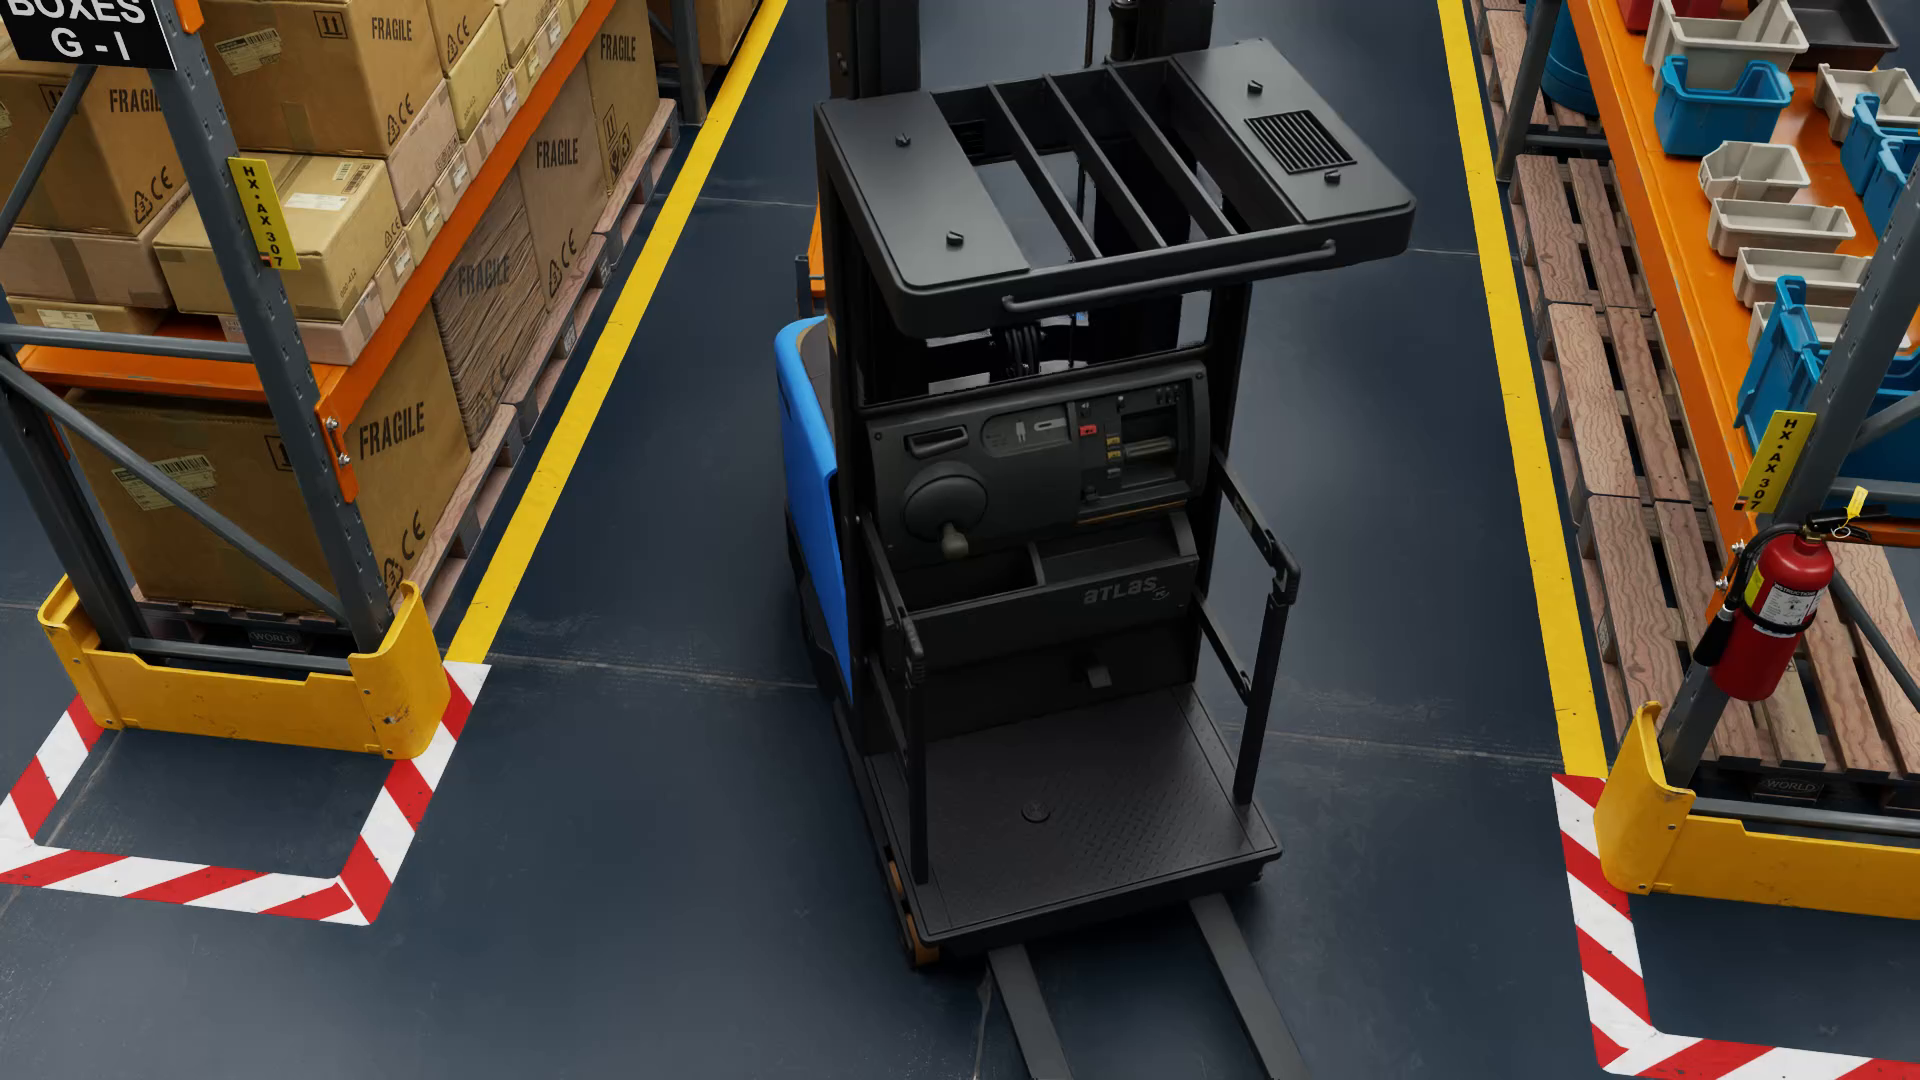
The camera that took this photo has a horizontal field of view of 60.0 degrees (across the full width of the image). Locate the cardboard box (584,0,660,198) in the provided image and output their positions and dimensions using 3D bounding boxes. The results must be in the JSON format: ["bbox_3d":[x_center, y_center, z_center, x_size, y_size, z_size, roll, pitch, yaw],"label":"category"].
[{"bbox_3d":[-1.968,-2.208,7.640,0.875,0.875,0.875,5,44,6],"label":"cardboard box"}]

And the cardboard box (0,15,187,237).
[{"bbox_3d":[-2.526,-1.225,4.710,0.500,0.500,0.500,6,44,6],"label":"cardboard box"}]

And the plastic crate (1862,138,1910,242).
[{"bbox_3d":[3.112,-1.090,5.298,0.416,0.233,0.300,5,44,6],"label":"plastic crate"}]

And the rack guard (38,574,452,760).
[{"bbox_3d":[-2.333,0.380,5.485,1.175,0.500,0.348,5,44,6],"label":"rack guard"}]

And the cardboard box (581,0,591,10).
[{"bbox_3d":[-1.653,-2.240,6.616,0.380,0.149,0.250,6,44,6],"label":"cardboard box"}]

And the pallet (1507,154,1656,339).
[{"bbox_3d":[3.049,-1.302,7.472,1.003,0.211,1.213,5,44,6],"label":"pallet"}]

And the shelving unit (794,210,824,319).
[{"bbox_3d":[-0.280,-0.886,6.368,0.538,1.125,1.048,2,43,2],"label":"shelving unit"}]

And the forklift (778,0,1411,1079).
[{"bbox_3d":[0.273,-0.116,4.241,1.130,2.935,3.031,-11,44,-11],"label":"forklift"}]

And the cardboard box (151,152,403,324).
[{"bbox_3d":[-1.999,-0.900,4.911,0.500,0.250,0.500,4,44,4],"label":"cardboard box"}]

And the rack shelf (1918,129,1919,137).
[{"bbox_3d":[2.844,-2.284,4.823,1.077,0.370,4.000,5,44,6],"label":"rack shelf"}]

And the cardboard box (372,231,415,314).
[{"bbox_3d":[-1.924,-0.839,5.138,0.380,0.149,0.250,5,44,5],"label":"cardboard box"}]

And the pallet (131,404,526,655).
[{"bbox_3d":[-2.302,-0.083,6.184,1.003,0.211,1.213,5,44,6],"label":"pallet"}]

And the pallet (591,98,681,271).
[{"bbox_3d":[-1.979,-1.746,7.941,1.003,0.211,1.213,5,44,6],"label":"pallet"}]

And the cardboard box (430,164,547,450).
[{"bbox_3d":[-2.205,-0.988,6.352,0.875,0.875,0.875,5,44,6],"label":"cardboard box"}]

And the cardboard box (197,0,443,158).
[{"bbox_3d":[-1.933,-1.513,5.013,0.500,0.500,0.500,4,44,4],"label":"cardboard box"}]

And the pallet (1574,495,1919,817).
[{"bbox_3d":[2.727,0.361,5.716,1.003,0.211,1.213,5,44,6],"label":"pallet"}]

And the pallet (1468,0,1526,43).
[{"bbox_3d":[3.410,-3.163,9.437,1.003,0.211,1.213,5,44,6],"label":"pallet"}]

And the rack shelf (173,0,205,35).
[{"bbox_3d":[-2.066,-2.735,5.298,1.077,0.370,4.000,5,44,6],"label":"rack shelf"}]

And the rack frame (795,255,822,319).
[{"bbox_3d":[-0.306,-0.537,5.999,0.500,1.125,0.032,2,43,2],"label":"rack frame"}]

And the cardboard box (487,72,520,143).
[{"bbox_3d":[-1.789,-1.541,5.878,0.380,0.149,0.250,5,44,5],"label":"cardboard box"}]

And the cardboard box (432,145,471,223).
[{"bbox_3d":[-1.857,-1.192,5.510,0.380,0.149,0.250,5,44,5],"label":"cardboard box"}]

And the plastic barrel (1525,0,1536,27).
[{"bbox_3d":[3.291,-3.062,8.523,0.600,0.901,0.708,5,44,6],"label":"plastic barrel"}]

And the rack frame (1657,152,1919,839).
[{"bbox_3d":[2.579,-0.093,4.167,1.000,3.000,0.127,5,44,6],"label":"rack frame"}]

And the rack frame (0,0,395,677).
[{"bbox_3d":[-2.330,-0.544,4.643,1.000,3.000,0.127,5,44,6],"label":"rack frame"}]

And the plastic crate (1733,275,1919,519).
[{"bbox_3d":[2.438,-0.373,4.393,0.616,0.435,0.499,5,44,6],"label":"plastic crate"}]

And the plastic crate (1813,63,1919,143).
[{"bbox_3d":[3.176,-1.531,5.834,0.293,0.136,0.466,5,44,6],"label":"plastic crate"}]

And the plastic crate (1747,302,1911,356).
[{"bbox_3d":[2.508,-0.592,4.841,0.396,0.136,0.243,5,44,6],"label":"plastic crate"}]

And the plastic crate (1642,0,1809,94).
[{"bbox_3d":[2.724,-1.774,5.985,0.437,0.282,0.530,5,44,6],"label":"plastic crate"}]

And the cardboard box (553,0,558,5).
[{"bbox_3d":[-1.733,-2.298,6.388,0.500,0.250,0.500,6,44,6],"label":"cardboard box"}]

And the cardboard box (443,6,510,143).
[{"bbox_3d":[-1.867,-1.597,5.647,0.500,0.250,0.500,4,44,4],"label":"cardboard box"}]

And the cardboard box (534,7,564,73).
[{"bbox_3d":[-1.721,-1.892,6.249,0.380,0.149,0.250,6,44,6],"label":"cardboard box"}]

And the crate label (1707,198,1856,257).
[{"bbox_3d":[2.573,-0.980,5.251,0.396,0.136,0.243,5,44,6],"label":"crate label"}]

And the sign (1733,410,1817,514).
[{"bbox_3d":[2.032,-0.192,4.152,0.100,0.325,0.005,5,44,6],"label":"sign"}]

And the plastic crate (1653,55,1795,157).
[{"bbox_3d":[2.597,-1.477,5.707,0.416,0.233,0.300,5,44,6],"label":"plastic crate"}]
